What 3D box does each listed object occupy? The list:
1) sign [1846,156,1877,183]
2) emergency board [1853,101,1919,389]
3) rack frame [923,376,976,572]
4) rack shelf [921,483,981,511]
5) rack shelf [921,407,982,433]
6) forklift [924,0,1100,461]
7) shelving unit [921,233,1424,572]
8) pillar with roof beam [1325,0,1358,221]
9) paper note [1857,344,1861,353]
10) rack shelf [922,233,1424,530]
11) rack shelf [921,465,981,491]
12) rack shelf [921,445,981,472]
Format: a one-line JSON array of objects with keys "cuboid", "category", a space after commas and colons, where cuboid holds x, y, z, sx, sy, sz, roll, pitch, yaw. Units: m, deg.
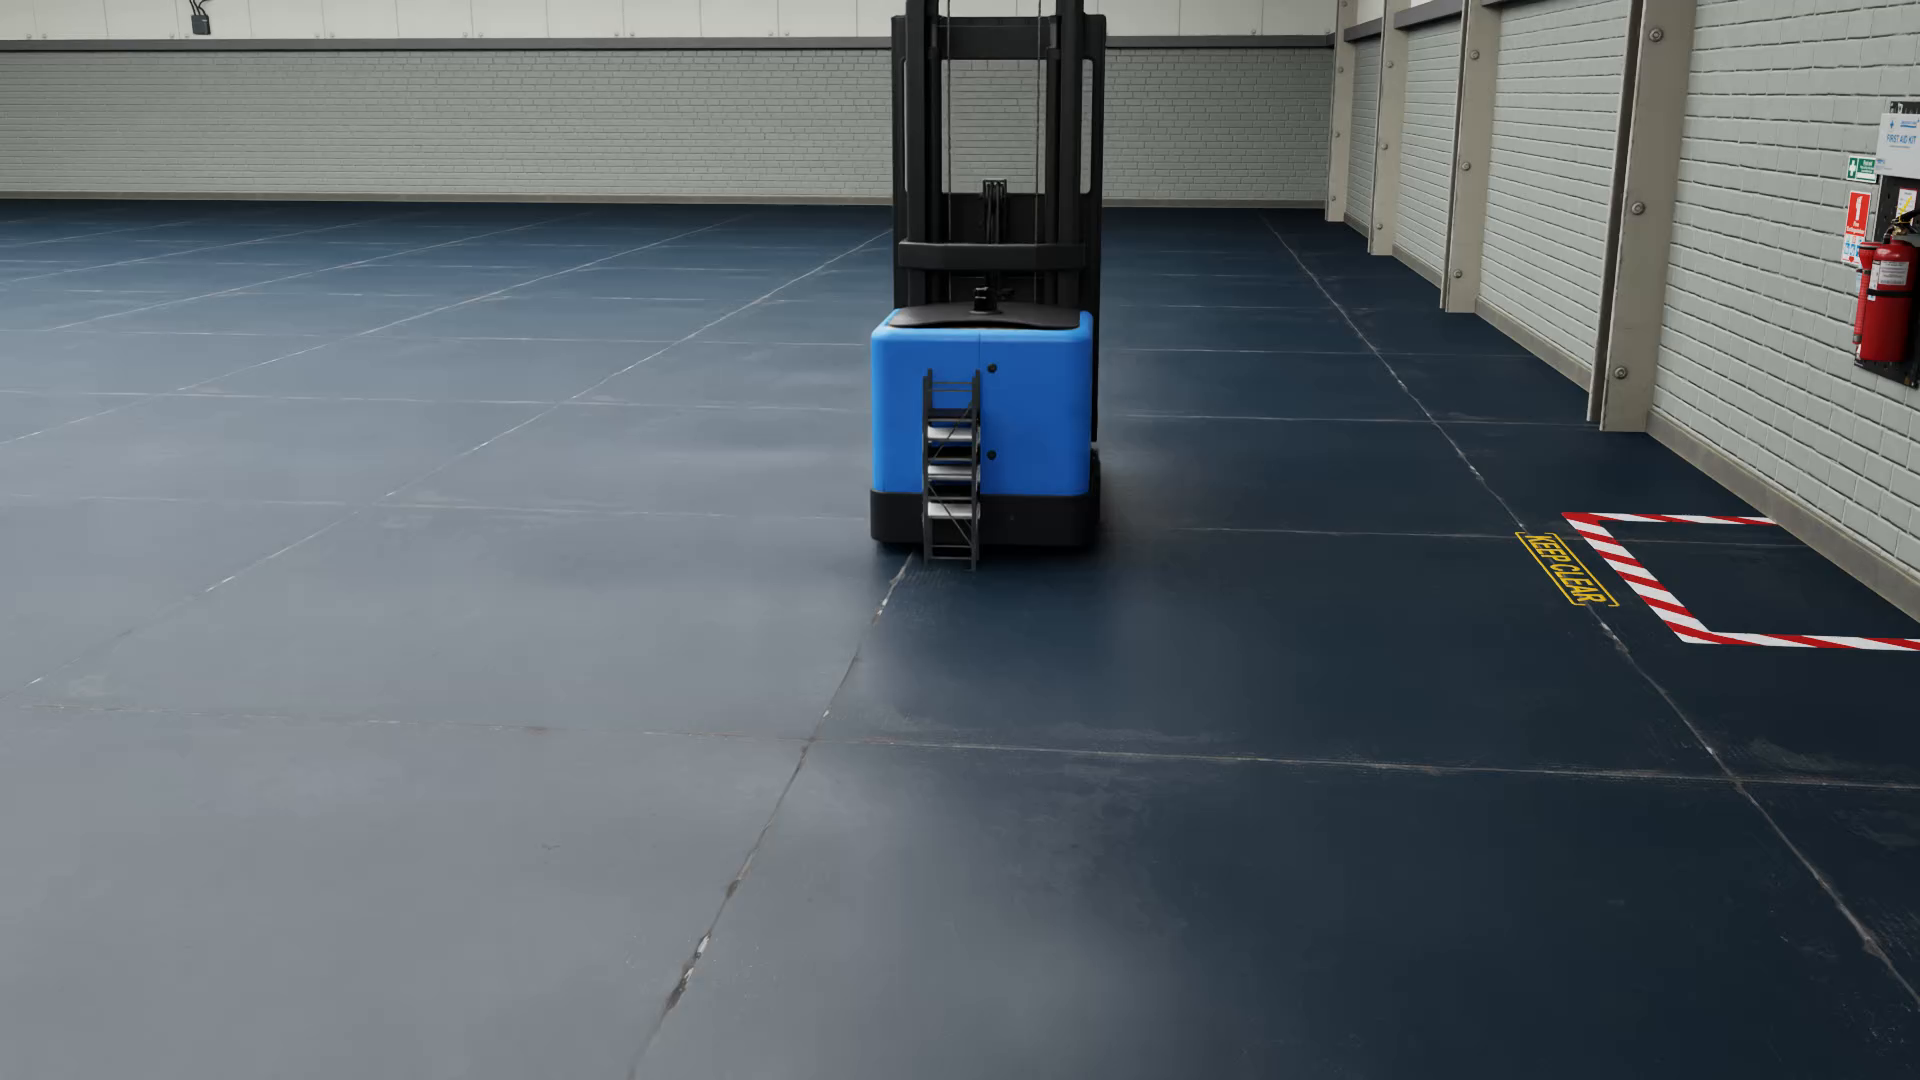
[{"cuboid": [4.129, -1.697, 7.609, 0.001, 0.109, 0.331, 2, 15, 6], "category": "sign"}, {"cuboid": [3.973, -1.285, 7.167, 0.194, 1.169, 0.643, 2, 15, 6], "category": "emergency board"}, {"cuboid": [-0.047, -0.292, 7.519, 0.240, 0.900, 0.006, 1, 15, 5], "category": "rack frame"}, {"cuboid": [-0.038, -0.200, 7.649, 0.258, 0.077, 0.200, 1, 15, 5], "category": "rack shelf"}, {"cuboid": [-0.038, -0.547, 7.555, 0.258, 0.077, 0.200, 1, 15, 5], "category": "rack shelf"}, {"cuboid": [0.220, -1.719, 8.903, 1.121, 2.935, 3.031, 1, 15, 5], "category": "forklift"}, {"cuboid": [3.834, -2.682, 16.355, 6.446, 0.900, 18.904, 1, 15, 5], "category": "shelving unit"}, {"cuboid": [2.087, -9.892, 27.507, 9.100, 9.000, 0.400, 2, 15, 6], "category": "pillar with roof beam"}, {"cuboid": [4.062, -0.903, 7.444, 0.016, 0.148, 0.142, 2, 15, 6], "category": "paper note"}, {"cuboid": [3.834, -2.381, 16.439, 6.446, 0.275, 18.899, 1, 15, 5], "category": "rack shelf"}, {"cuboid": [-0.038, -0.287, 7.625, 0.258, 0.077, 0.200, 1, 15, 5], "category": "rack shelf"}, {"cuboid": [-0.038, -0.373, 7.602, 0.258, 0.077, 0.200, 1, 15, 5], "category": "rack shelf"}]
